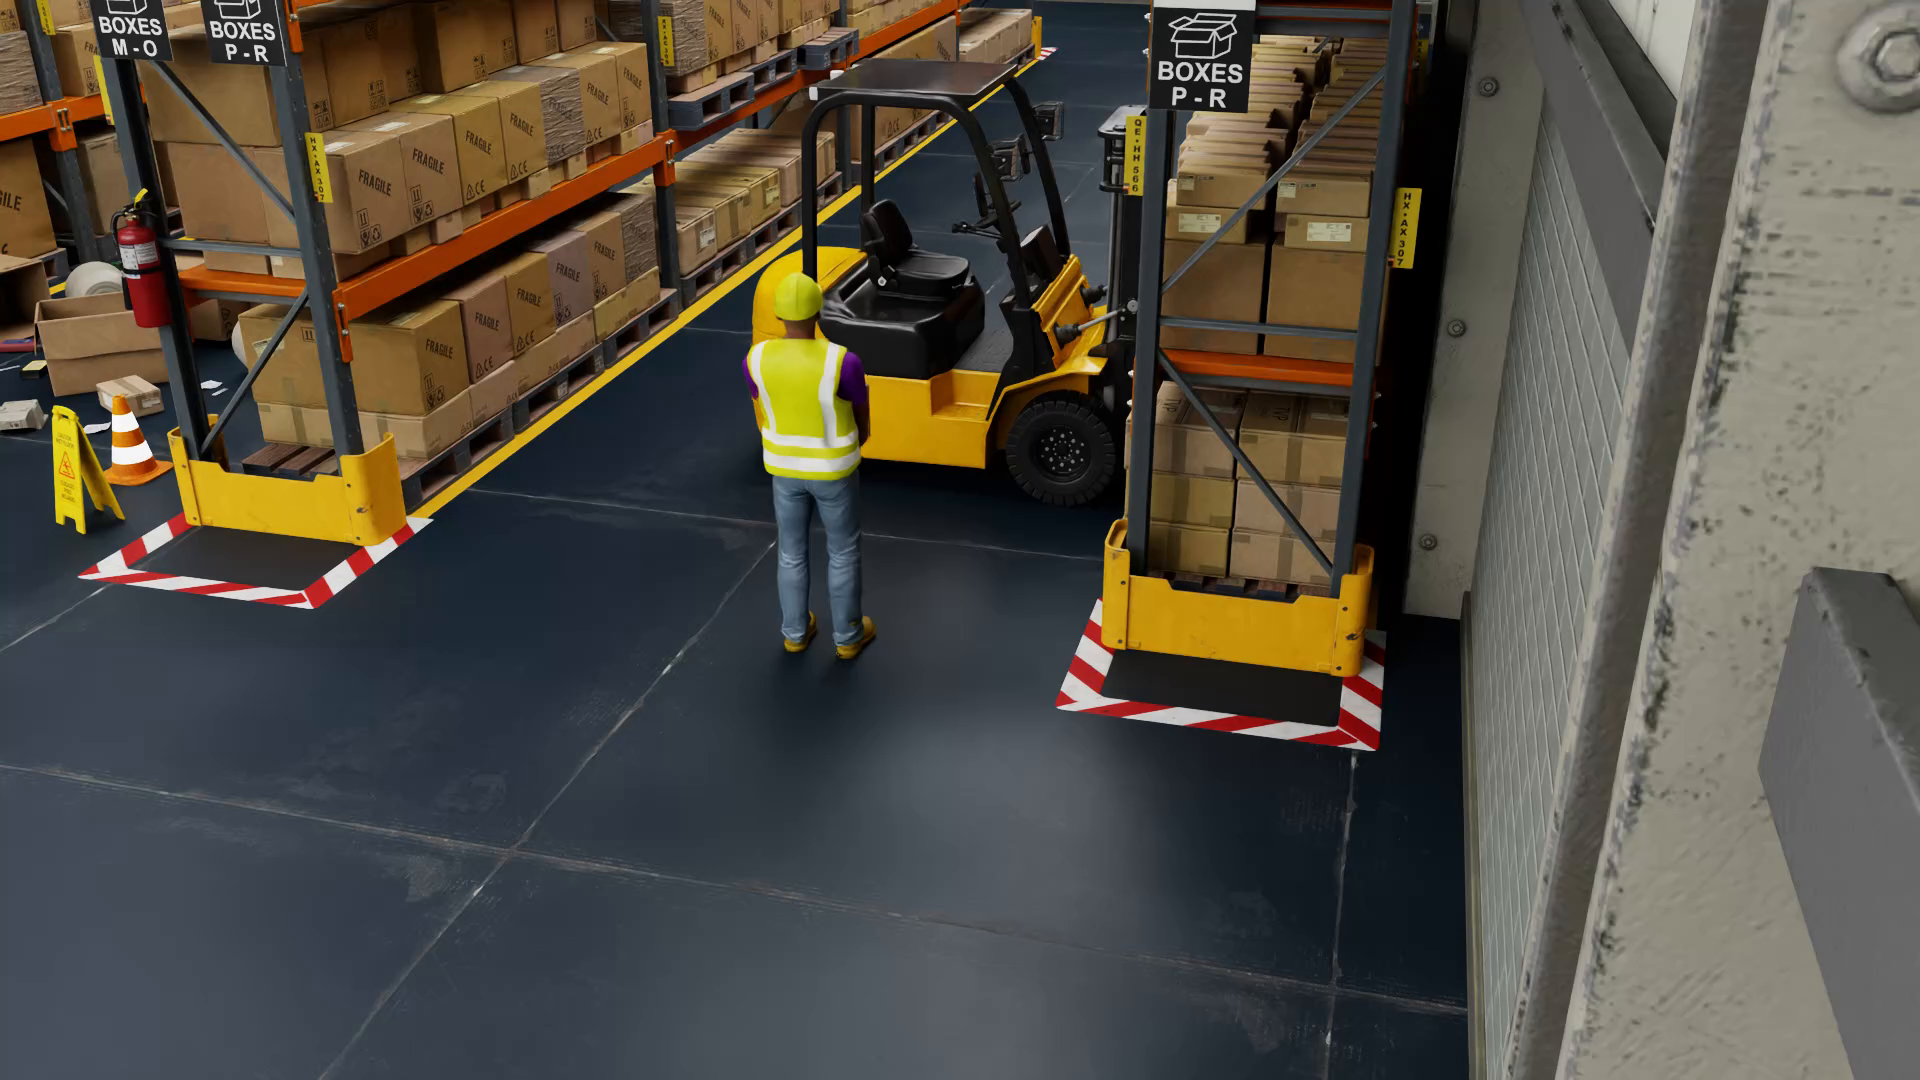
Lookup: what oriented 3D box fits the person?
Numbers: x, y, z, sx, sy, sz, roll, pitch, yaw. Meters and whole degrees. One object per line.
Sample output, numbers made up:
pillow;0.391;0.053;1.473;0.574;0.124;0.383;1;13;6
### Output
person;-0.634;-0.322;7.265;0.460;1.769;0.402;5;26;10
